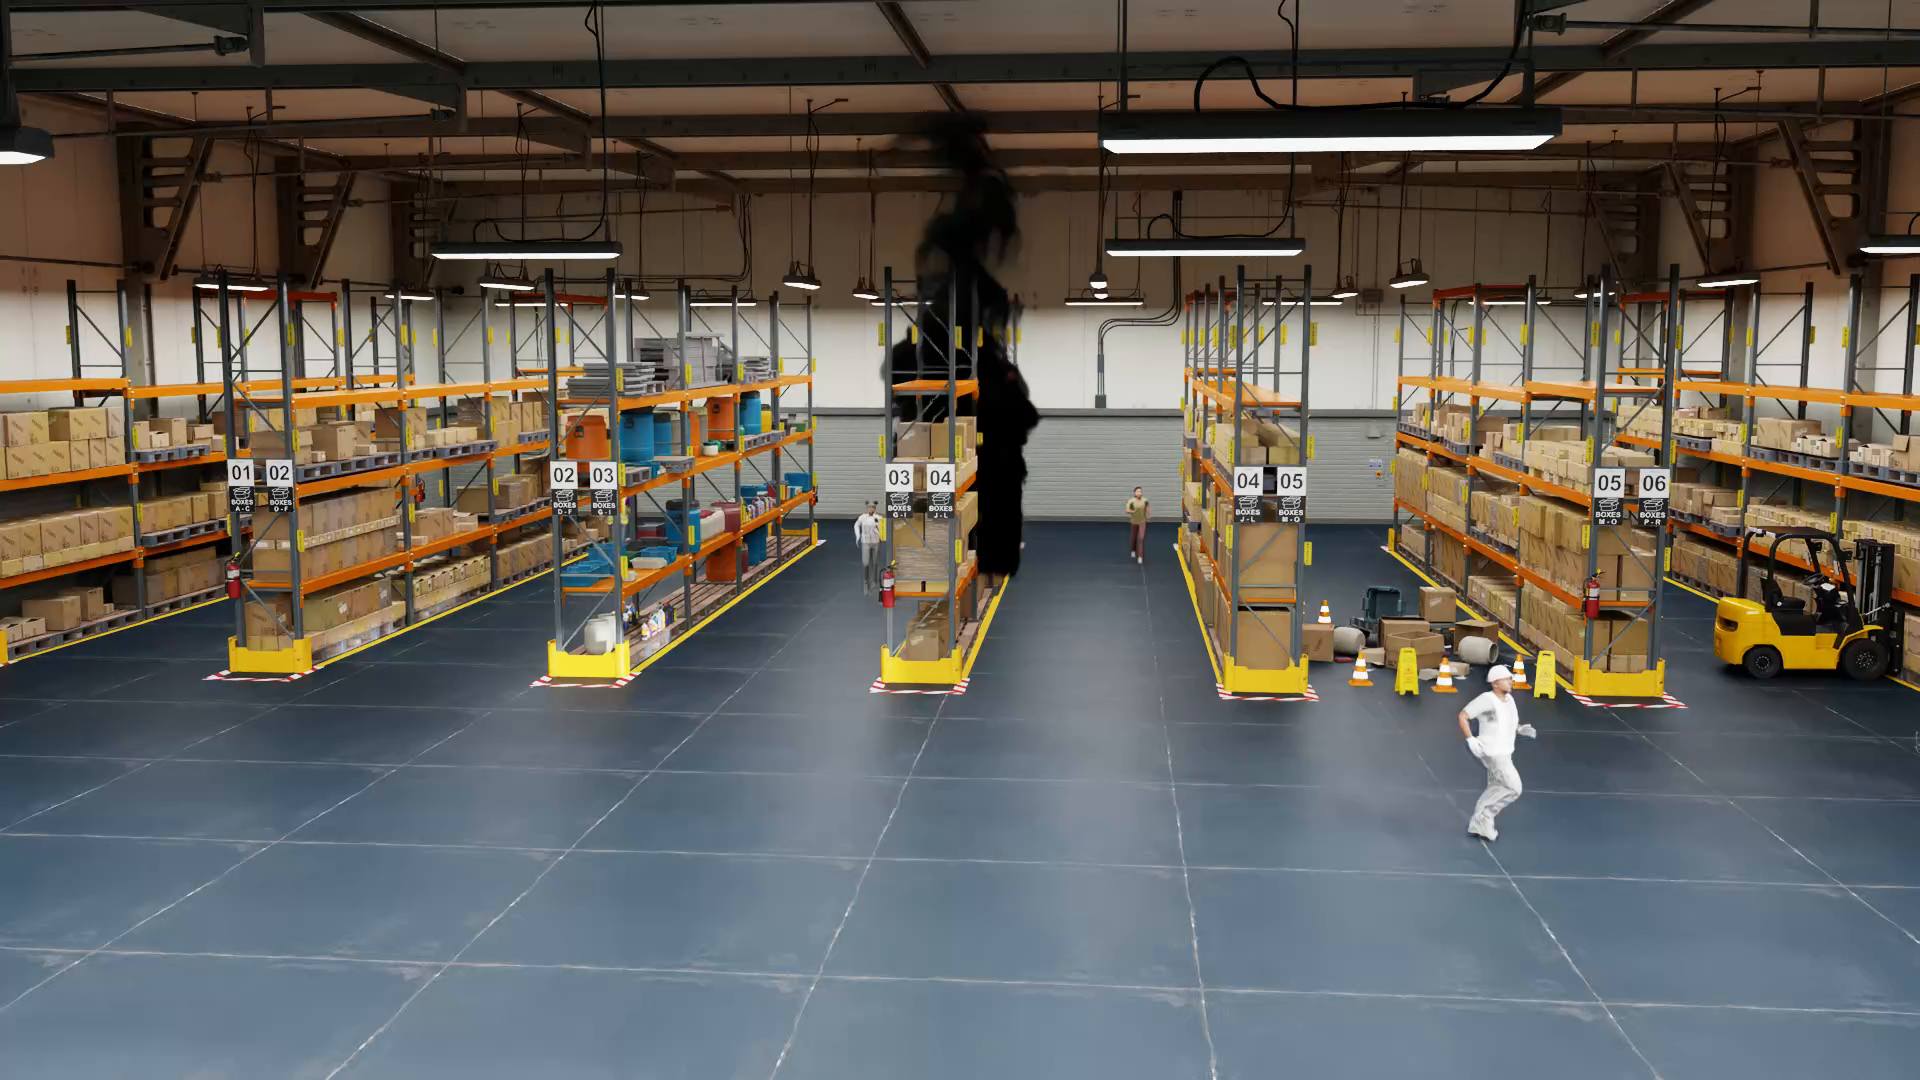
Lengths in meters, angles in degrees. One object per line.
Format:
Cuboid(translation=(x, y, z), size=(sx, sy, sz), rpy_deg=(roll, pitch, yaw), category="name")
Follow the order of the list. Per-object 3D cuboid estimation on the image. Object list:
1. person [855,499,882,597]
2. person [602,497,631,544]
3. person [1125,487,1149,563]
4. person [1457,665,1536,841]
Cuboid(translation=(-1.661, 0.137, 30.937), size=(0.576, 1.799, 0.692), rpy_deg=(-1, 7, -5), category="person")
Cuboid(translation=(-7.068, -0.316, 34.384), size=(0.692, 1.749, 0.755), rpy_deg=(-1, 7, -6), category="person")
Cuboid(translation=(3.966, -0.365, 37.148), size=(0.570, 1.662, 0.968), rpy_deg=(0, 7, -1), category="person")
Cuboid(translation=(5.374, 2.121, 16.534), size=(0.663, 1.753, 0.681), rpy_deg=(6, 9, 39), category="person")
